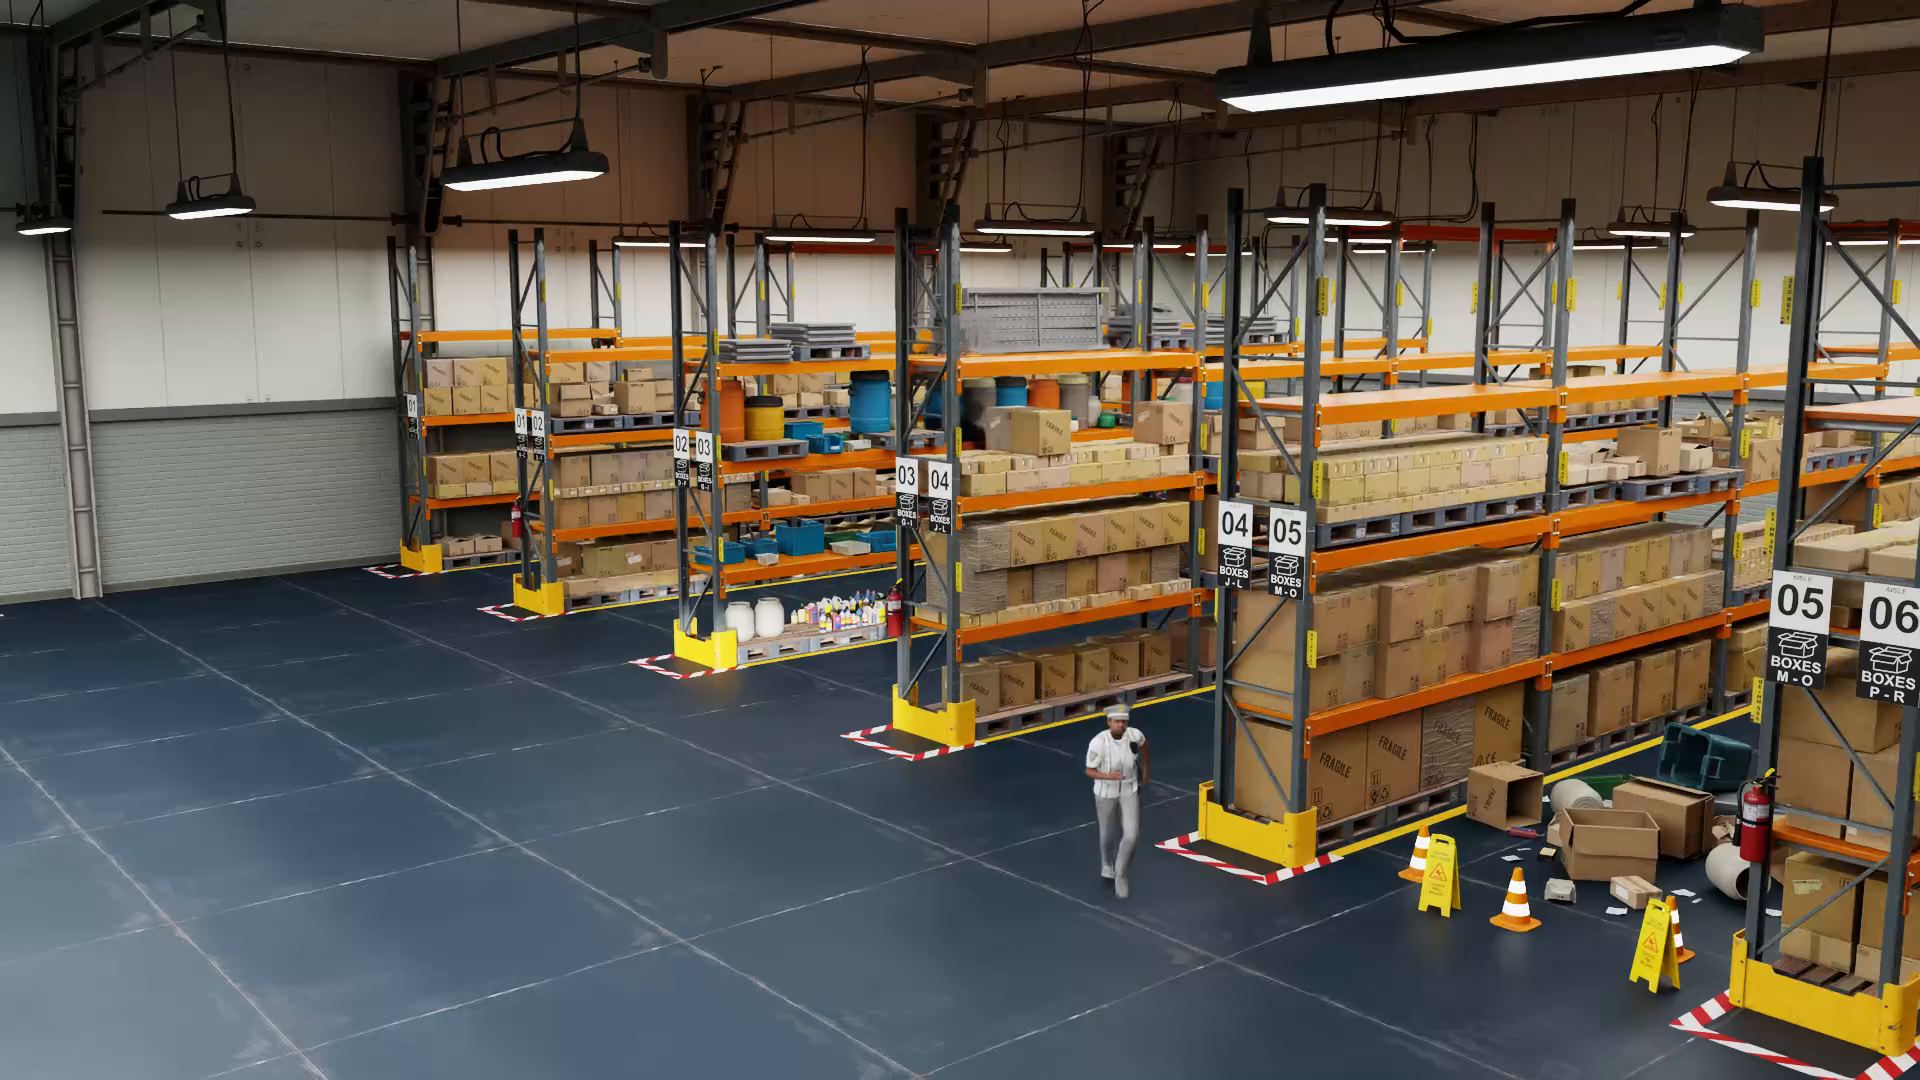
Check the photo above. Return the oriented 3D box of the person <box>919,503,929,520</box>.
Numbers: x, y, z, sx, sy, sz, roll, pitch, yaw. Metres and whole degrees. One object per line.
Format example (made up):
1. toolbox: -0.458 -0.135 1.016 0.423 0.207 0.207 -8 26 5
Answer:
1. person: -0.580 -0.775 33.516 0.510 1.645 0.733 8 12 42

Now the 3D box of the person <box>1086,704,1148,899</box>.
1. person: 1.344 2.182 14.159 0.601 1.693 0.811 -1 9 -8
